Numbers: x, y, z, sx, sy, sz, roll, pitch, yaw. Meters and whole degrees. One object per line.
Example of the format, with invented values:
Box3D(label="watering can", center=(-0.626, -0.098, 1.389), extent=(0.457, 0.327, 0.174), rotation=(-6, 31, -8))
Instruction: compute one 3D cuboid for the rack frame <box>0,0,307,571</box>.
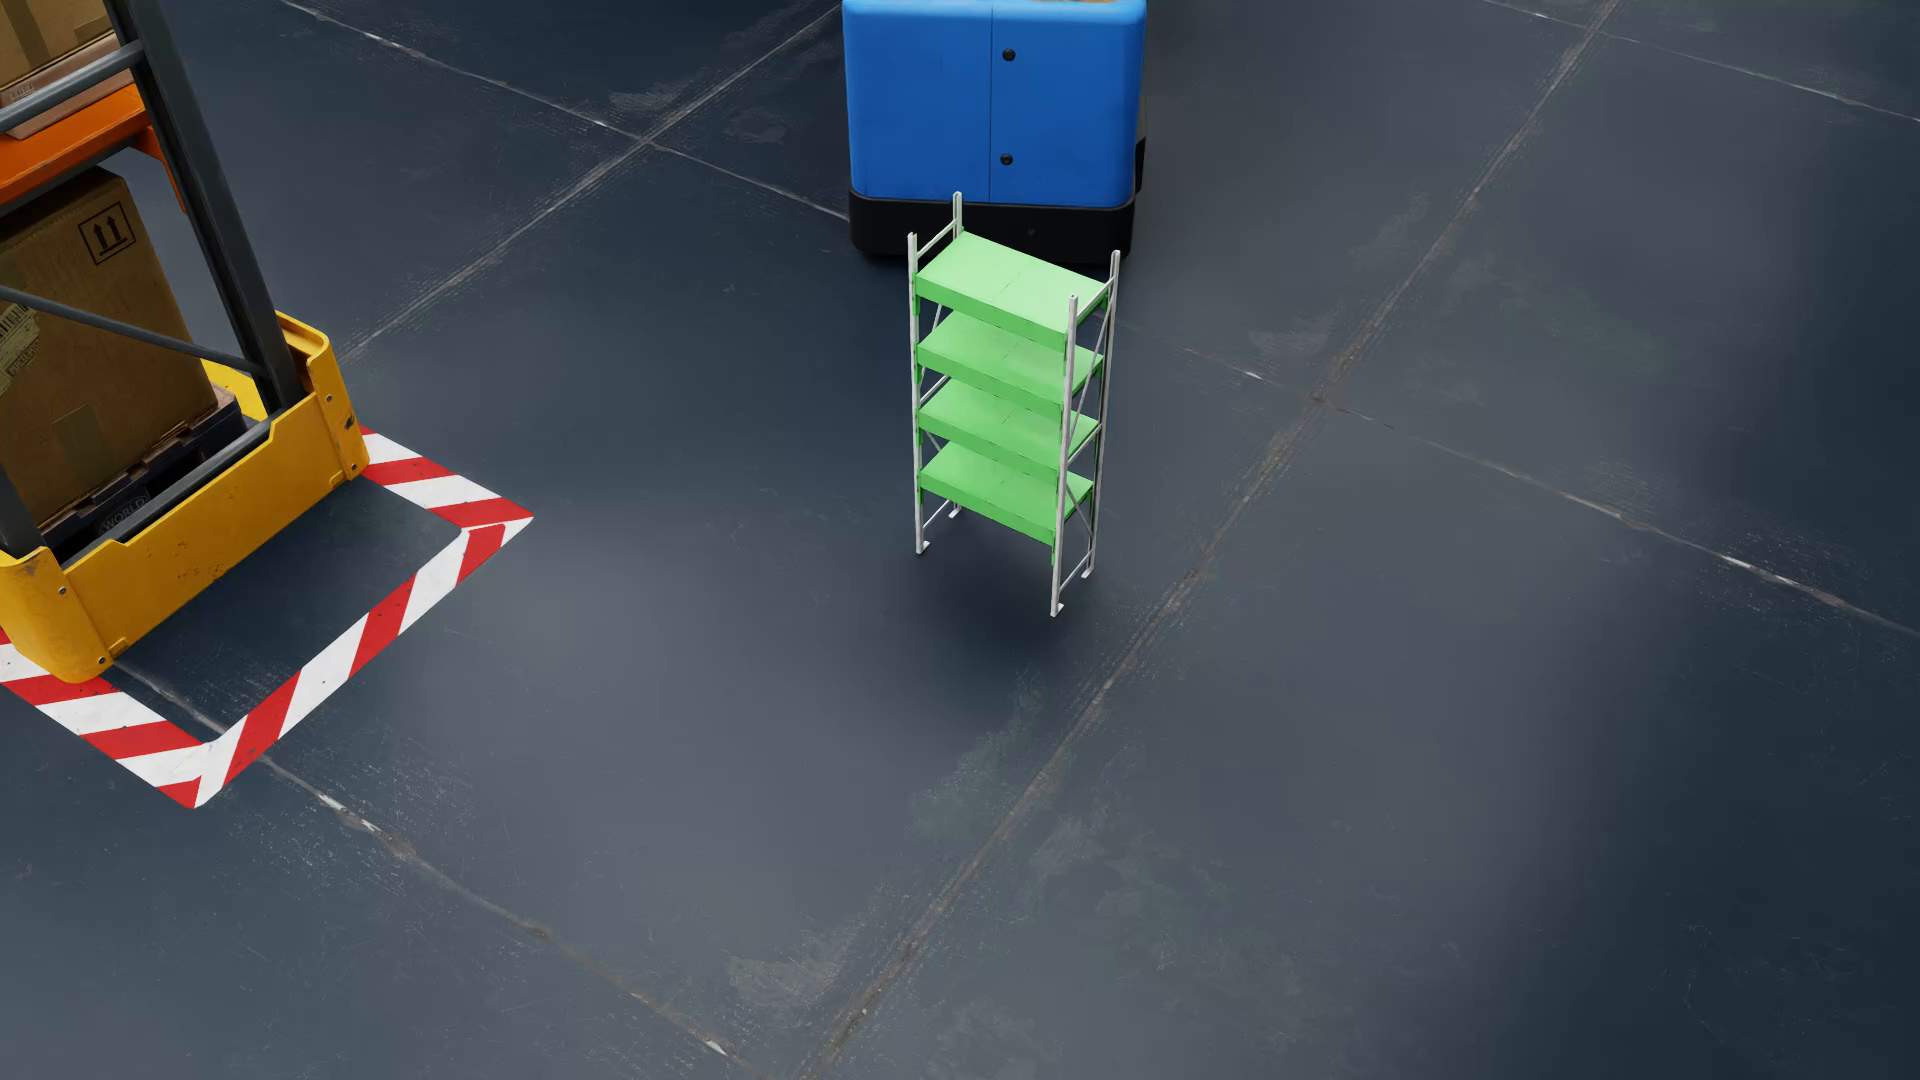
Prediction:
Box3D(label="rack frame", center=(-2.407, -1.037, 4.166), extent=(0.127, 3.000, 1.000), rotation=(25, 51, 22))

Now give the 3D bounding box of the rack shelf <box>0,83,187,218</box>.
Box3D(label="rack shelf", center=(-4.091, -1.560, 5.176), extent=(4.000, 0.370, 1.077), rotation=(25, 51, 22))

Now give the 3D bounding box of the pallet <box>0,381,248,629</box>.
Box3D(label="pallet", center=(-3.123, -0.327, 5.421), extent=(1.213, 0.211, 1.003), rotation=(25, 51, 22))

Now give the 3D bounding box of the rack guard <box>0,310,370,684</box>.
Box3D(label="rack guard", center=(-2.387, -0.156, 5.053), extent=(0.348, 0.500, 1.175), rotation=(25, 51, 22))

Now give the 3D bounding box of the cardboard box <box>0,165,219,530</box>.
Box3D(label="cardboard box", center=(-2.989, -0.642, 4.971), extent=(0.875, 0.875, 0.875), rotation=(25, 51, 22))

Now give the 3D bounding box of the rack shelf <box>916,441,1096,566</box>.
Box3D(label="rack shelf", center=(0.139, -0.142, 4.975), extent=(0.480, 0.148, 0.258), rotation=(25, 51, 22))

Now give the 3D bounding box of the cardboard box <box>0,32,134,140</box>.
Box3D(label="cardboard box", center=(-2.528, -1.286, 4.583), extent=(0.250, 0.149, 0.380), rotation=(25, 51, 23))

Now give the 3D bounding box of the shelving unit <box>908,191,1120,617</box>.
Box3D(label="shelving unit", center=(0.139, -0.354, 4.757), extent=(0.503, 1.200, 0.258), rotation=(25, 51, 22))

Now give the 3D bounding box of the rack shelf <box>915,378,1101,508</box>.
Box3D(label="rack shelf", center=(0.139, -0.310, 4.803), extent=(0.480, 0.148, 0.258), rotation=(25, 51, 22))

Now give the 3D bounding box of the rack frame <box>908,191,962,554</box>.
Box3D(label="rack frame", center=(-0.066, -0.449, 4.849), extent=(0.015, 1.200, 0.240), rotation=(25, 51, 22))

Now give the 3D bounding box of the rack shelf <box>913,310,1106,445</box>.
Box3D(label="rack shelf", center=(0.139, -0.477, 4.631), extent=(0.480, 0.148, 0.258), rotation=(25, 51, 22))

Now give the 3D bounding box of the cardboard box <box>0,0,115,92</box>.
Box3D(label="cardboard box", center=(-2.666, -1.437, 4.452), extent=(0.500, 0.250, 0.500), rotation=(23, 50, 21))

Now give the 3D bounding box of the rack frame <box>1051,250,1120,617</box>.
Box3D(label="rack frame", center=(0.345, -0.260, 4.666), extent=(0.015, 1.200, 0.240), rotation=(25, 51, 22))

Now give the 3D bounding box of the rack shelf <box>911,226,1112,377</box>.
Box3D(label="rack shelf", center=(0.139, -0.644, 4.459), extent=(0.480, 0.148, 0.258), rotation=(25, 51, 22))

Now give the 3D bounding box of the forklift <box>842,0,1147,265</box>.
Box3D(label="forklift", center=(0.219, -3.093, 6.212), extent=(1.130, 2.935, 3.031), rotation=(3, 46, 3))
